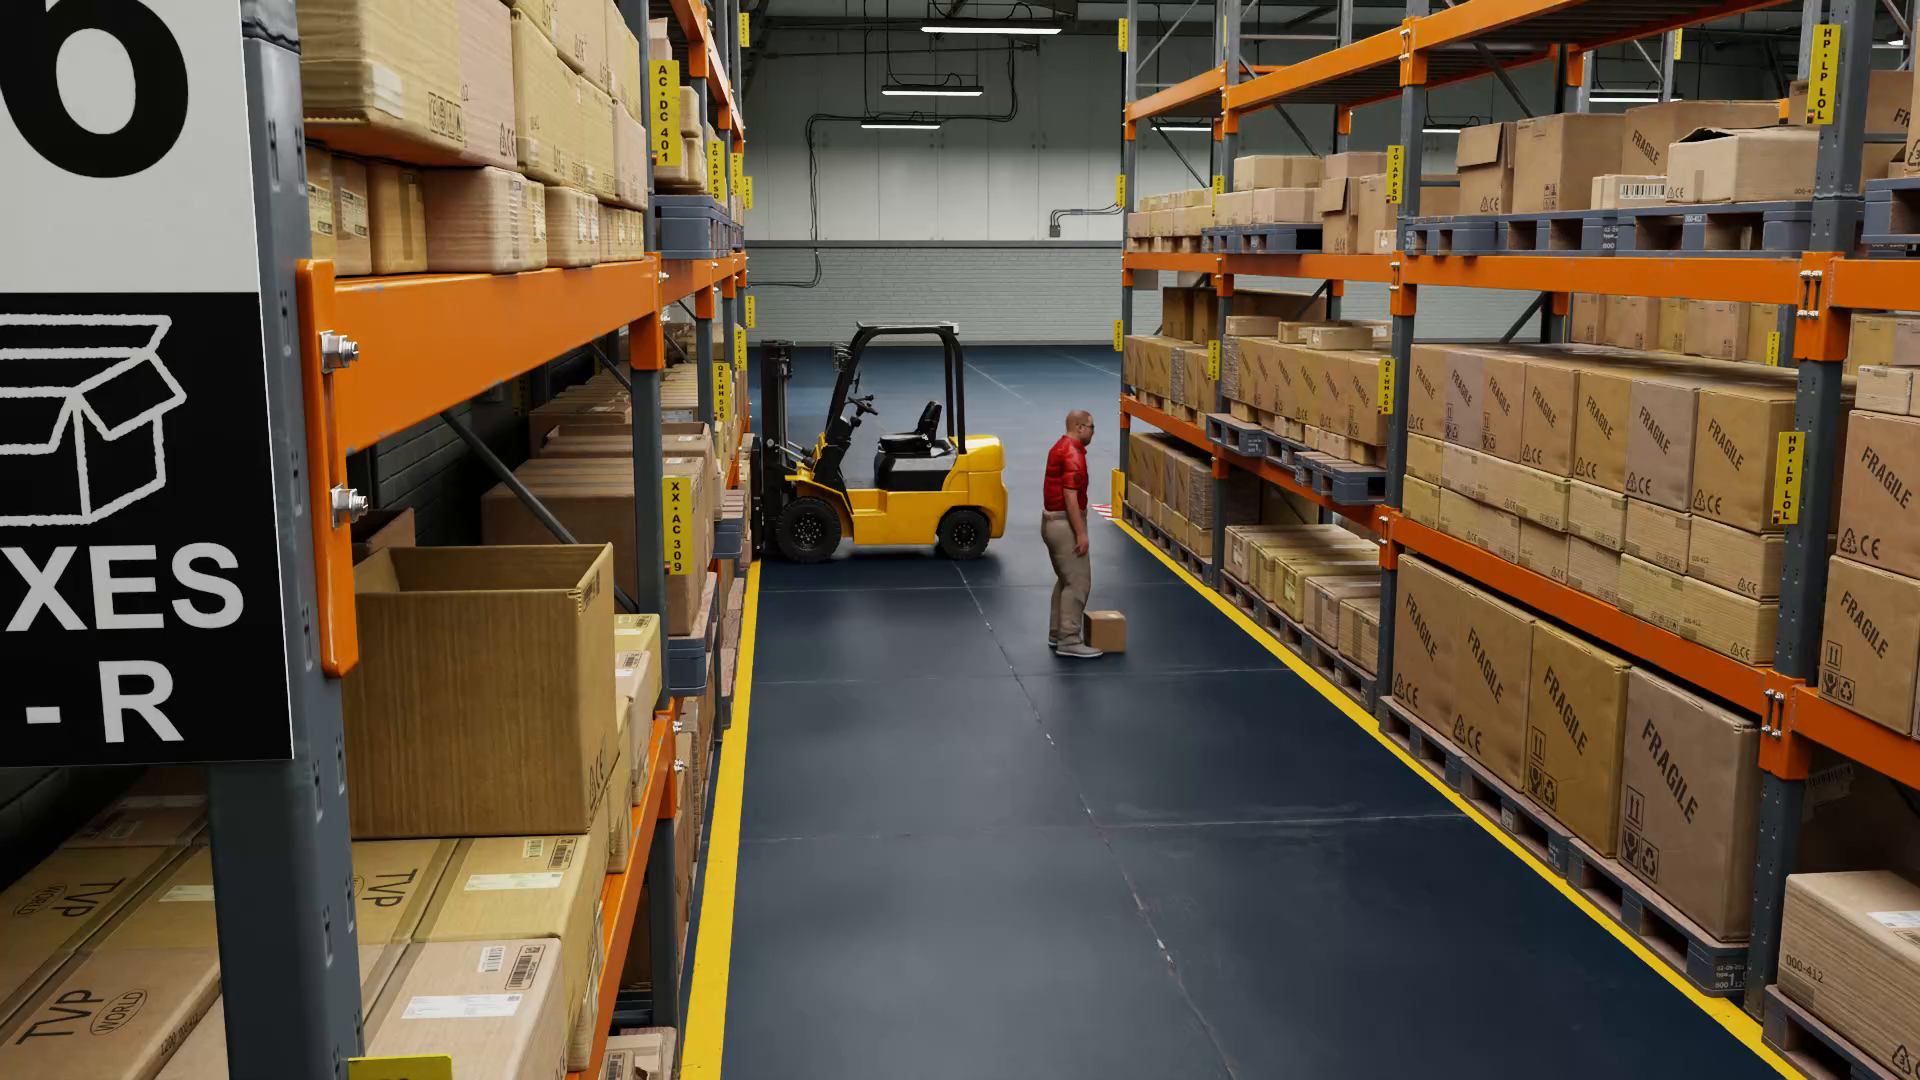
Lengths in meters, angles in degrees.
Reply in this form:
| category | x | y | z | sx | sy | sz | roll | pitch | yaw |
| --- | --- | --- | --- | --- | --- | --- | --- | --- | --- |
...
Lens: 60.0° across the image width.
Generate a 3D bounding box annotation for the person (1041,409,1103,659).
| category | x | y | z | sx | sy | sz | roll | pitch | yaw |
| --- | --- | --- | --- | --- | --- | --- | --- | --- | --- |
| person | 0.783 | -0.062 | 11.796 | 0.393 | 1.725 | 0.593 | -2 | 10 | -9 |
